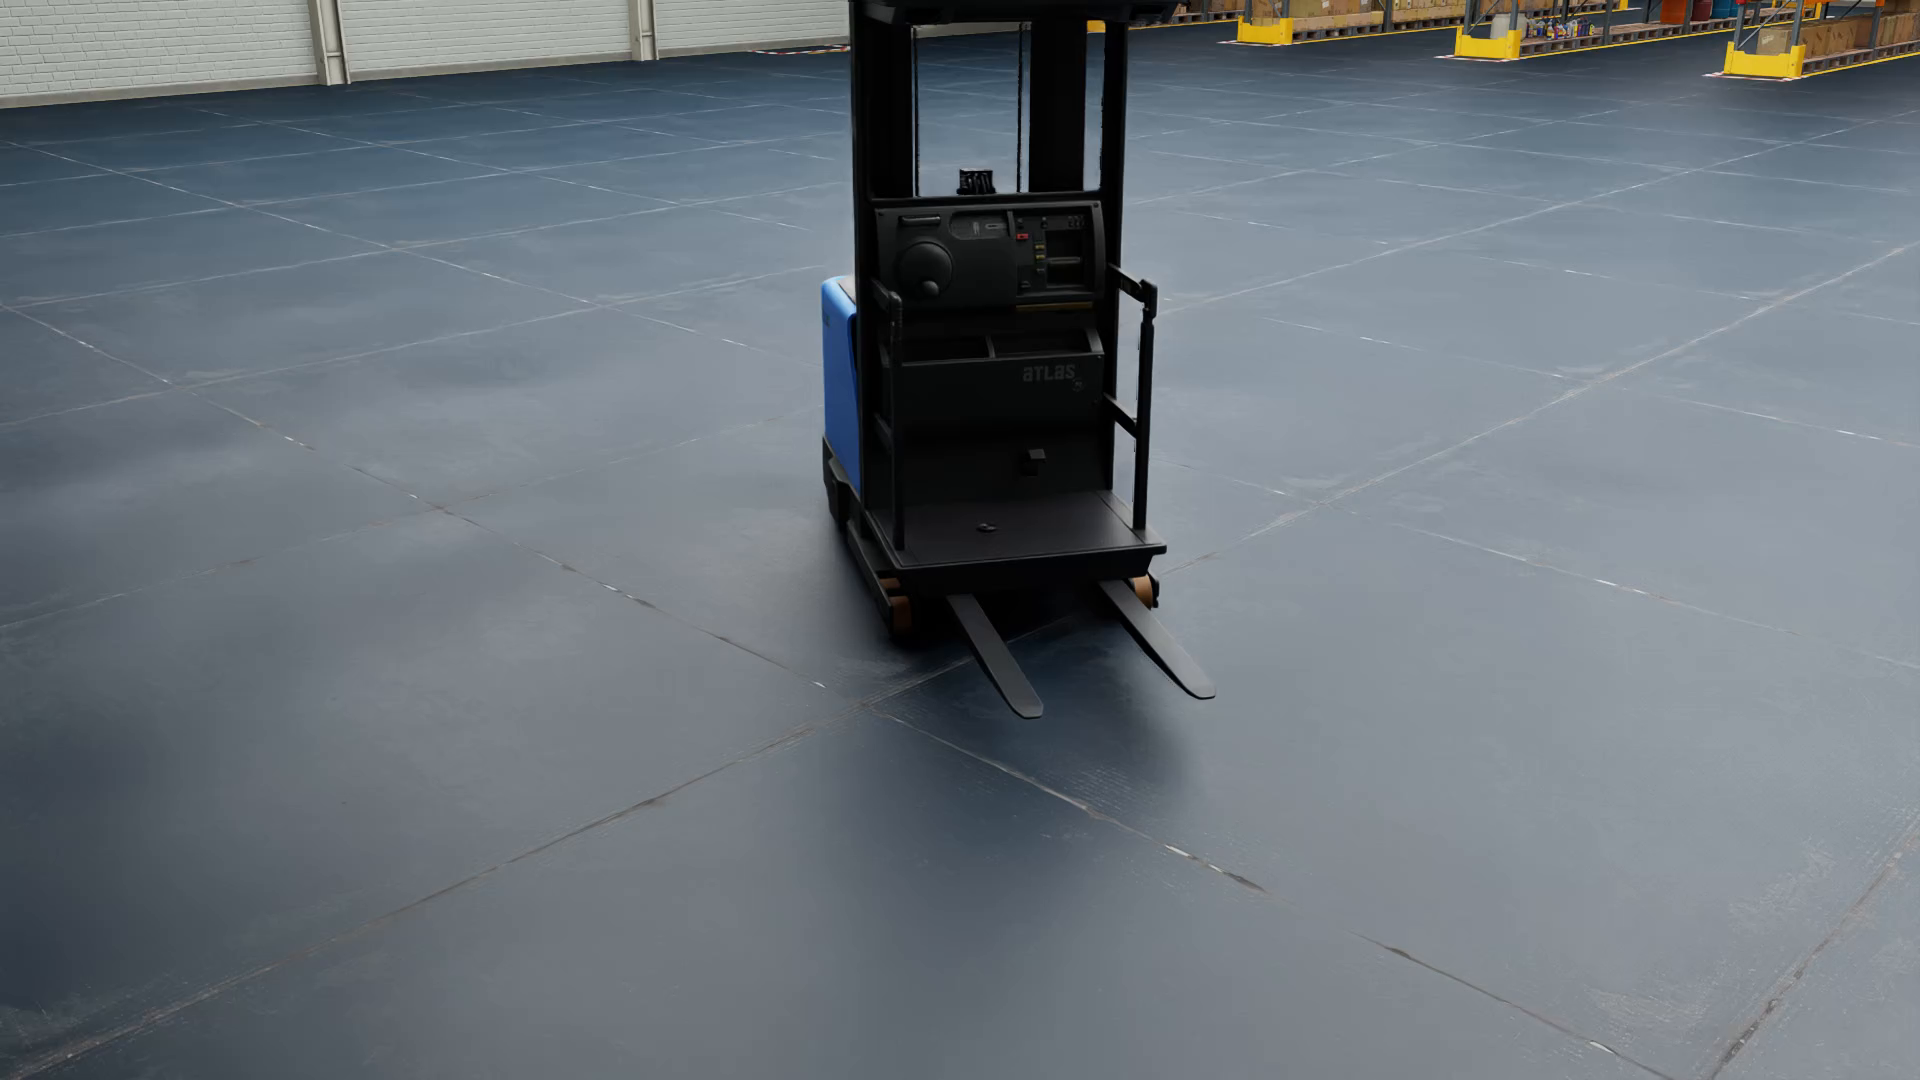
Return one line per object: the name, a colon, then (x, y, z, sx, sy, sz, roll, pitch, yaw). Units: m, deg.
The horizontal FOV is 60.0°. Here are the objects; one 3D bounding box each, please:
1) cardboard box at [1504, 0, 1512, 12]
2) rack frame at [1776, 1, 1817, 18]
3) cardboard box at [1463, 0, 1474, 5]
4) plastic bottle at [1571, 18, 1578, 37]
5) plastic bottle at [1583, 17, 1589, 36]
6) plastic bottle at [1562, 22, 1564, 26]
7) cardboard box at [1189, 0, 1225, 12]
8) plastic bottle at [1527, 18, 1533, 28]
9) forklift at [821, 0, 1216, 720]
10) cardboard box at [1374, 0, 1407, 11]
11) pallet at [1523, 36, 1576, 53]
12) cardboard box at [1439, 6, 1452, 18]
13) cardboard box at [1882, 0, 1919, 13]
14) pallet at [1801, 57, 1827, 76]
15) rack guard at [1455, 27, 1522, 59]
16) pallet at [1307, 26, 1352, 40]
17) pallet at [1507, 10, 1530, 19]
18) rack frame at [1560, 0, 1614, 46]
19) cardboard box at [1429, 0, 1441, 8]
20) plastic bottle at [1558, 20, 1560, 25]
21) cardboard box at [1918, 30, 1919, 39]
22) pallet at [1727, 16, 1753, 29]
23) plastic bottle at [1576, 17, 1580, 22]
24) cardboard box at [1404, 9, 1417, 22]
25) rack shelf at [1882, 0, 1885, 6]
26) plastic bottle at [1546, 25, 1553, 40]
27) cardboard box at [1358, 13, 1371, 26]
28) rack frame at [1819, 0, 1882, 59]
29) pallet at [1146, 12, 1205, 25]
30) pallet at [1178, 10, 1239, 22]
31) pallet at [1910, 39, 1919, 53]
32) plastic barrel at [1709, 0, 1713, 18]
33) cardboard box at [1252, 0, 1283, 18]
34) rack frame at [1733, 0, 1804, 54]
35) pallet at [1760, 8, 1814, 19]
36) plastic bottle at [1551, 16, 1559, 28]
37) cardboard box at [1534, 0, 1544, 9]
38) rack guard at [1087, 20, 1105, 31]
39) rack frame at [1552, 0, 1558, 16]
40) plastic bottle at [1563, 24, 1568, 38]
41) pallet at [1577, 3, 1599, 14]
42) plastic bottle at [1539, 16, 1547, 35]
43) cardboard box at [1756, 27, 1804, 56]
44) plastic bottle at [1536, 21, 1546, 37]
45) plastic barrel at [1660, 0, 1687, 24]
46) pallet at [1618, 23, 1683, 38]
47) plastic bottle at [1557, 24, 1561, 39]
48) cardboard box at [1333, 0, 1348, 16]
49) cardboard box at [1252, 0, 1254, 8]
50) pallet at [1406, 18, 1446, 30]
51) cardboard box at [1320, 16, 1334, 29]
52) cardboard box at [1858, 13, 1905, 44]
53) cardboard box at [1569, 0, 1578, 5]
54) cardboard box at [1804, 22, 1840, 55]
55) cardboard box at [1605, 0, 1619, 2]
cardboard box: (13.100, -13.063, 40.250, 0.500, 0.500, 0.500, 19, 28, 40)
rack frame: (20.990, -14.531, 41.199, 1.000, 3.000, 0.127, 19, 28, 41)
cardboard box: (11.674, -12.693, 38.883, 0.500, 0.311, 0.500, -19, 28, -41)
plastic bottle: (12.017, -10.045, 32.607, 0.144, 0.351, 0.185, 19, 28, 40)
plastic bottle: (12.376, -10.177, 32.951, 0.144, 0.351, 0.185, 18, 28, 39)
plastic bottle: (11.824, -9.999, 32.582, 0.061, 0.283, 0.133, 19, 28, 41)
cardboard box: (6.022, -13.158, 40.497, 0.500, 0.500, 0.700, -19, 28, -40)
plastic bottle: (11.200, -10.106, 32.765, 0.185, 0.351, 0.144, -19, 28, -40)
forklift: (0.178, -1.134, 6.439, 1.130, 2.935, 3.031, -5, 22, -13)
cardboard box: (9.539, -11.905, 36.833, 0.500, 0.311, 0.500, 19, 28, 41)
pallet: (11.269, -9.667, 32.432, 1.003, 0.211, 1.213, 19, 28, 41)
cardboard box: (10.960, -12.169, 38.302, 0.500, 0.250, 0.500, -19, 28, -41)
cardboard box: (18.149, -10.305, 32.029, 0.500, 0.250, 0.500, -16, 26, -36)
pallet: (14.022, -8.096, 28.344, 1.003, 0.211, 1.213, 19, 28, 41)
rack guard: (9.848, -9.282, 31.028, 1.175, 0.500, 0.348, 19, 28, 41)
pallet: (7.636, -10.876, 35.577, 1.003, 0.211, 1.213, 19, 28, 41)
pallet: (13.262, -12.908, 40.863, 1.003, 0.211, 1.213, 19, 28, 41)
rack frame: (12.619, -11.446, 33.173, 1.000, 3.000, 0.127, 19, 28, 41)
cardboard box: (10.611, -12.301, 37.862, 0.500, 0.311, 0.500, -19, 28, -41)
plastic bottle: (12.082, -10.406, 33.656, 0.097, 0.271, 0.097, 0, 21, 0)
cardboard box: (18.505, -10.096, 32.532, 0.700, 0.500, 0.500, 17, 27, 38)
pallet: (17.631, -12.013, 38.535, 1.003, 0.211, 1.213, 19, 28, 41)
plastic bottle: (12.273, -10.213, 33.045, 0.144, 0.351, 0.185, 19, 28, 41)
cardboard box: (9.889, -11.772, 37.269, 0.500, 0.250, 0.500, -19, 28, -41)
rack shelf: (17.563, -10.385, 31.415, 1.077, 0.370, 4.000, 19, 28, 41)
plastic bottle: (11.316, -9.738, 31.918, 0.097, 0.271, 0.097, 0, 21, 0)
cardboard box: (8.550, -11.299, 36.039, 0.500, 0.250, 0.500, 19, 28, 41)
rack frame: (16.167, -10.206, 29.948, 1.000, 3.000, 0.127, 19, 28, 41)
pallet: (5.077, -12.443, 39.653, 1.003, 0.211, 1.213, 19, 28, 41)
pallet: (6.063, -12.825, 40.646, 1.003, 0.211, 1.213, 19, 28, 41)
pallet: (18.412, -9.733, 32.602, 1.003, 0.211, 1.213, 19, 28, 41)
plastic barrel: (16.856, -12.097, 37.749, 0.421, 0.512, 0.421, 0, 21, 0)
cardboard box: (6.443, -11.134, 34.562, 0.500, 0.500, 0.500, 19, 28, 41)
rack frame: (13.377, -9.178, 27.273, 1.000, 3.000, 0.127, 19, 28, 41)
pallet: (20.387, -13.027, 41.173, 1.003, 0.211, 1.213, 19, 28, 41)
plastic bottle: (11.862, -10.275, 33.206, 0.144, 0.351, 0.185, 19, 28, 41)
cardboard box: (14.163, -13.458, 41.279, 0.500, 0.500, 0.500, 19, 28, 41)
rack guard: (2.783, -11.750, 37.449, 1.175, 0.500, 0.348, 19, 28, 41)
rack frame: (14.653, -14.743, 41.752, 1.000, 3.000, 0.127, 19, 28, 41)
plastic bottle: (11.767, -9.904, 32.350, 0.097, 0.271, 0.097, 0, 21, 0)
pallet: (15.984, -13.933, 43.530, 1.003, 0.211, 1.213, 19, 28, 41)
plastic bottle: (11.627, -10.263, 33.174, 0.144, 0.351, 0.185, 18, 27, 38)
cardboard box: (13.825, -8.364, 28.053, 0.500, 0.500, 0.500, -14, 25, -32)
plastic bottle: (11.454, -10.088, 32.823, 0.152, 0.276, 0.135, 19, 28, 41)
plastic barrel: (15.738, -11.787, 36.501, 0.600, 0.830, 0.708, 19, 28, 41)
pallet: (14.841, -10.983, 35.856, 1.003, 0.211, 1.213, 19, 28, 41)
plastic bottle: (11.555, -9.826, 32.148, 0.097, 0.271, 0.097, 0, 21, 0)
cardboard box: (7.864, -11.388, 35.225, 0.500, 0.500, 0.500, 19, 28, 41)
cardboard box: (7.077, -13.556, 41.534, 0.700, 0.500, 0.500, 19, 28, 40)
pallet: (10.410, -11.900, 38.240, 1.003, 0.211, 1.213, 19, 28, 41)
cardboard box: (7.511, -10.911, 35.029, 0.500, 0.250, 0.500, 19, 28, 41)
cardboard box: (17.347, -9.659, 31.395, 0.700, 0.500, 0.500, 16, 26, 36)
cardboard box: (15.697, -13.905, 42.906, 0.380, 0.166, 0.250, 19, 28, 41)
cardboard box: (15.089, -8.815, 29.225, 0.500, 0.500, 0.500, 16, 26, 36)
cardboard box: (17.241, -14.609, 44.272, 0.500, 0.500, 0.500, 19, 28, 41)
